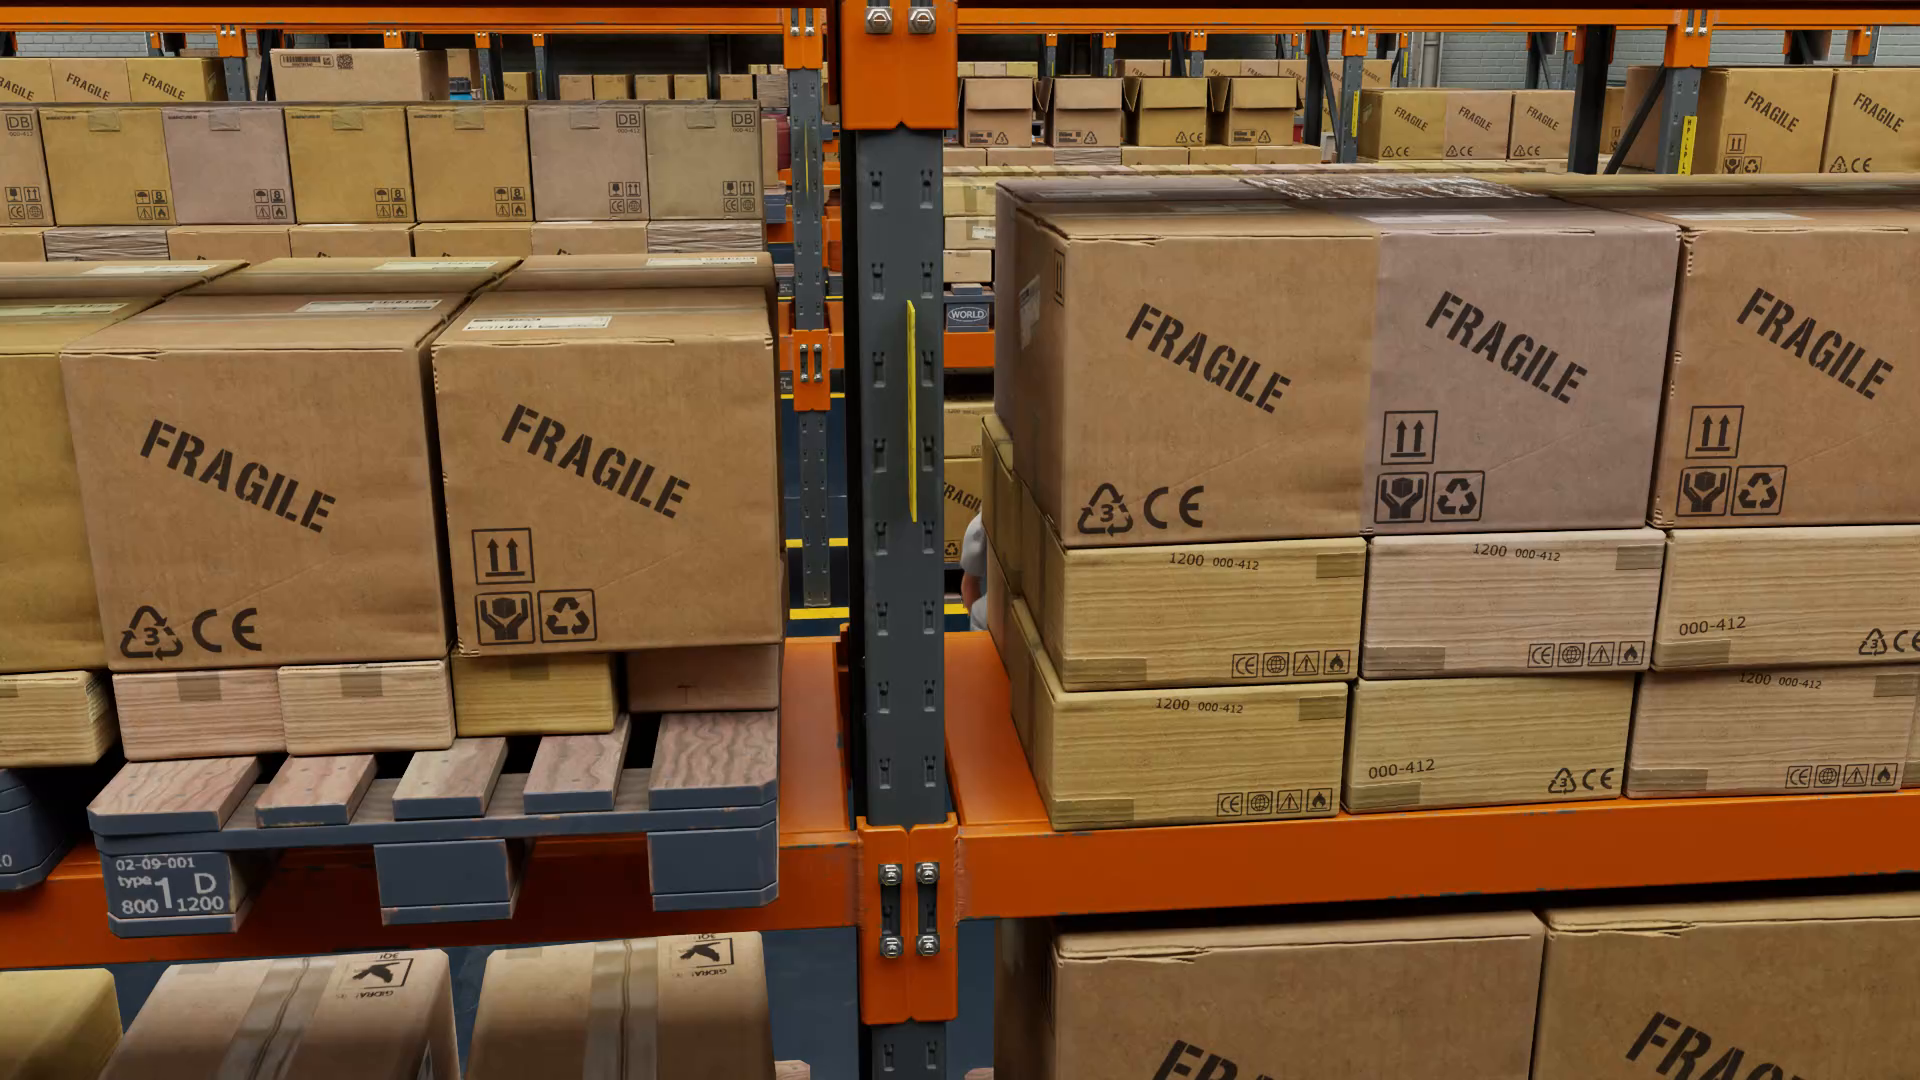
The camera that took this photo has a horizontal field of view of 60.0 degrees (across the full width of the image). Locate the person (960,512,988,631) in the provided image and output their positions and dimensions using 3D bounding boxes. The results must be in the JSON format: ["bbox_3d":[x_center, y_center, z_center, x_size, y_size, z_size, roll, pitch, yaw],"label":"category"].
[{"bbox_3d":[0.254,0.231,6.495,0.481,0.974,0.787,-2,17,-6],"label":"person"}]
